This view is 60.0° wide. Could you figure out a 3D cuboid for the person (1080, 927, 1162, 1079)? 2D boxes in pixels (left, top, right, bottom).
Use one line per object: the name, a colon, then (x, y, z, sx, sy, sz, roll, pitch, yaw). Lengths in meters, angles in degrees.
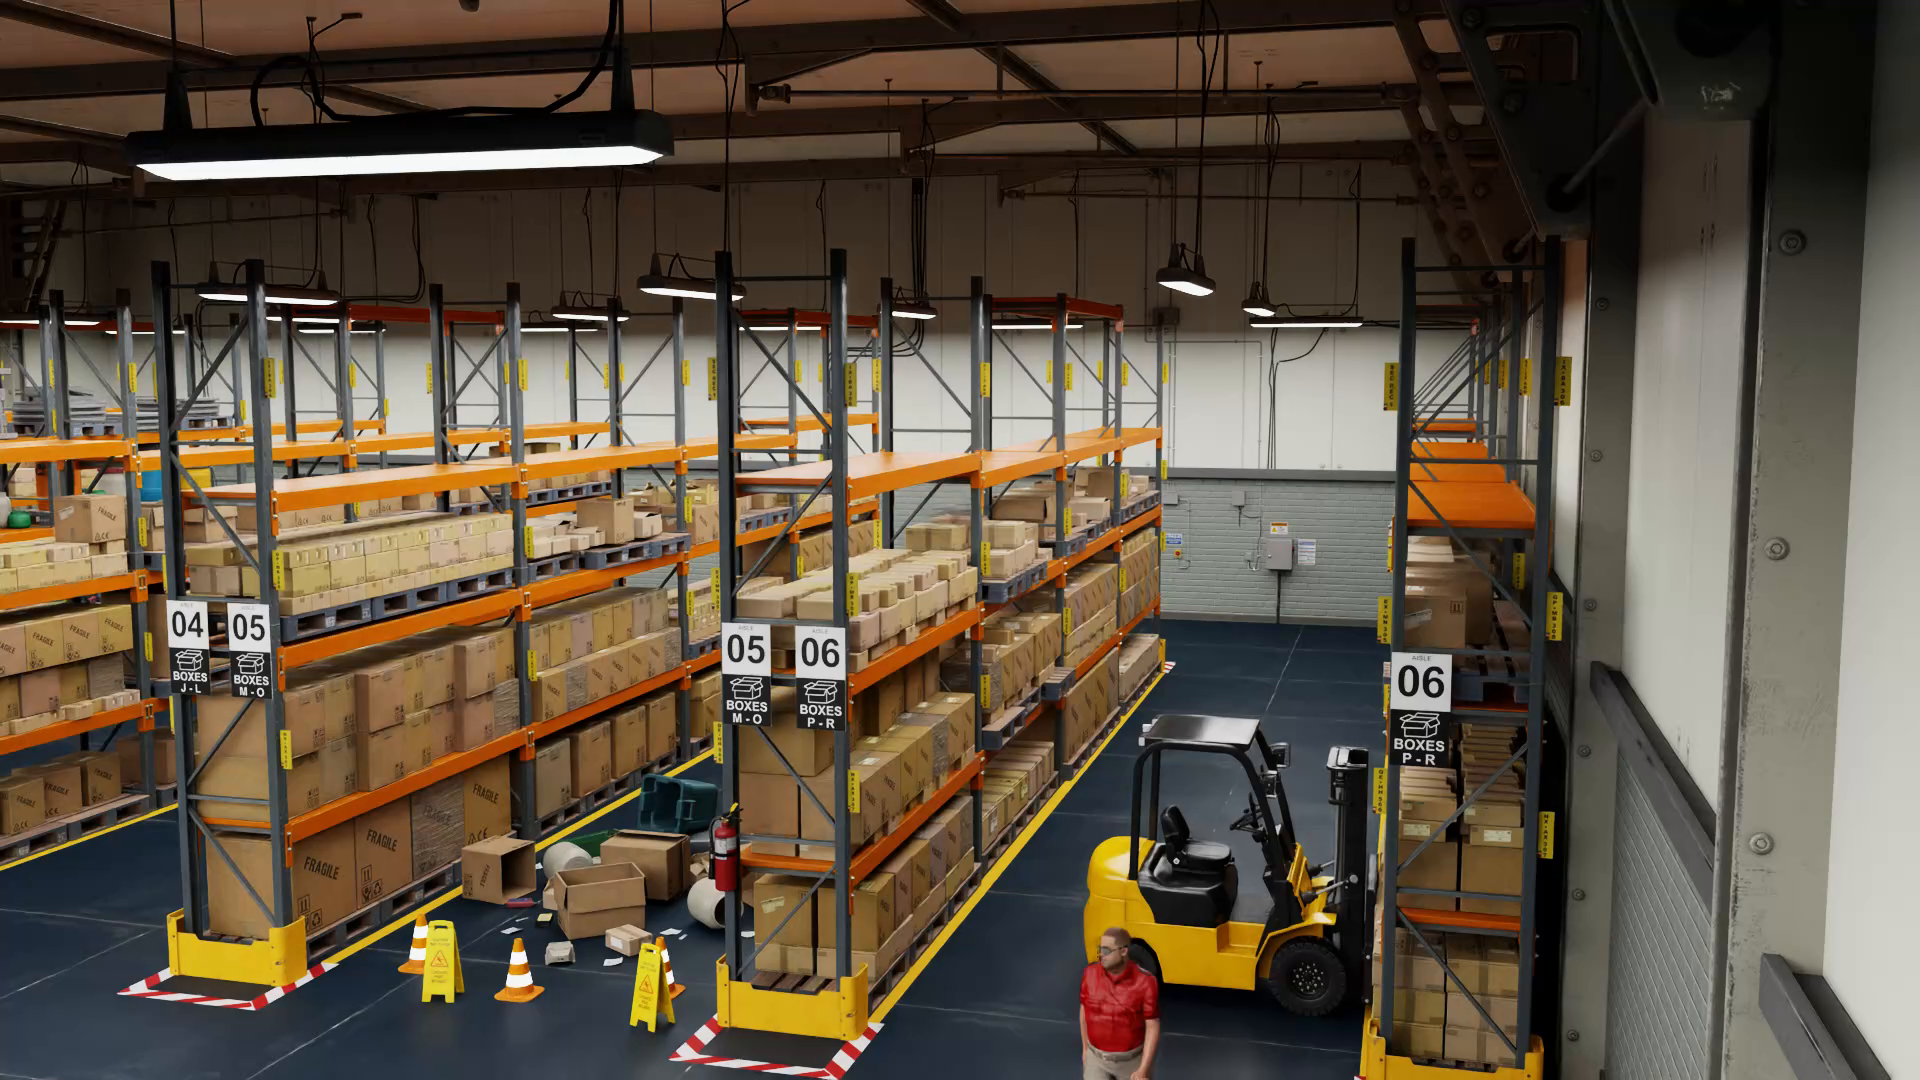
person: (0.957, 3.258, 10.221, 0.560, 1.769, 0.771, 2, 7, 22)
